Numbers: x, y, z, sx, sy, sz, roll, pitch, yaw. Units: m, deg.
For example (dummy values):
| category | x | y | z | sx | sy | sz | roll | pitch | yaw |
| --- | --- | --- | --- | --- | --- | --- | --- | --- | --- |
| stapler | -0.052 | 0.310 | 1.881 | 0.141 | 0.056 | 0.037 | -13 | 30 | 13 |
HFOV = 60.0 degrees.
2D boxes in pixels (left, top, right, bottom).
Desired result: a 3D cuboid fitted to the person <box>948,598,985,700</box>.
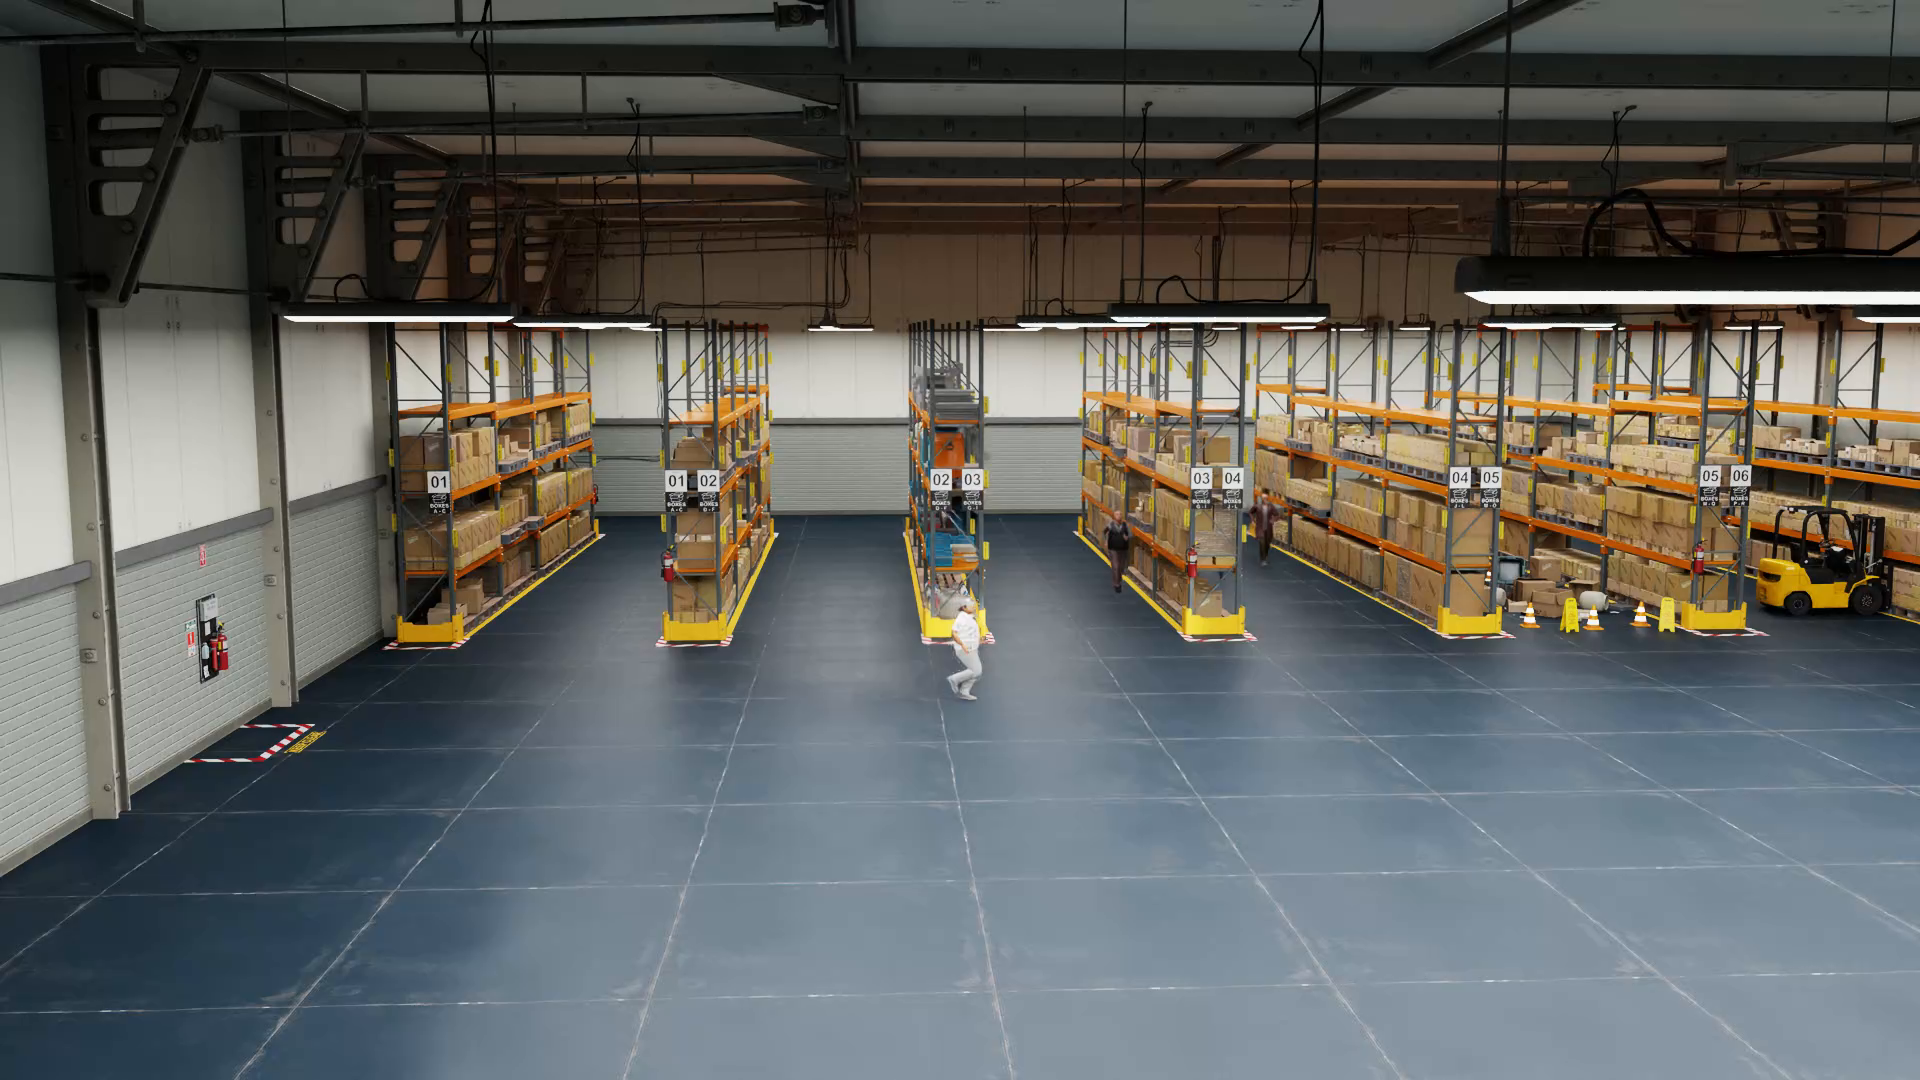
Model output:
| category | x | y | z | sx | sy | sz | roll | pitch | yaw |
| --- | --- | --- | --- | --- | --- | --- | --- | --- | --- |
| person | 0.115 | 1.711 | 26.089 | 0.549 | 1.623 | 0.608 | 2 | 7 | 15 |

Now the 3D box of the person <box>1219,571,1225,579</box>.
| category | x | y | z | sx | sy | sz | roll | pitch | yaw |
| --- | --- | --- | --- | --- | --- | --- | --- | --- | --- |
| person | 6.210 | 0.096 | 39.221 | 0.610 | 1.625 | 0.625 | 0 | 7 | -1 |

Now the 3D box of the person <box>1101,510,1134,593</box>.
| category | x | y | z | sx | sy | sz | roll | pitch | yaw |
| --- | --- | --- | --- | --- | --- | --- | --- | --- | --- |
| person | 3.336 | 0.252 | 35.099 | 0.662 | 1.758 | 0.897 | -1 | 7 | -7 |

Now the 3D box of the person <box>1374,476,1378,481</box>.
| category | x | y | z | sx | sy | sz | roll | pitch | yaw |
| --- | --- | --- | --- | --- | --- | --- | --- | --- | --- |
| person | 12.263 | -1.232 | 49.483 | 0.902 | 1.711 | 0.651 | 0 | 7 | -1 |

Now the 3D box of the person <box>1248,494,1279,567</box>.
| category | x | y | z | sx | sy | sz | roll | pitch | yaw |
| --- | --- | --- | --- | --- | --- | --- | --- | --- | --- |
| person | 7.542 | -0.272 | 41.297 | 0.722 | 1.770 | 0.953 | 0 | 7 | 0 |
